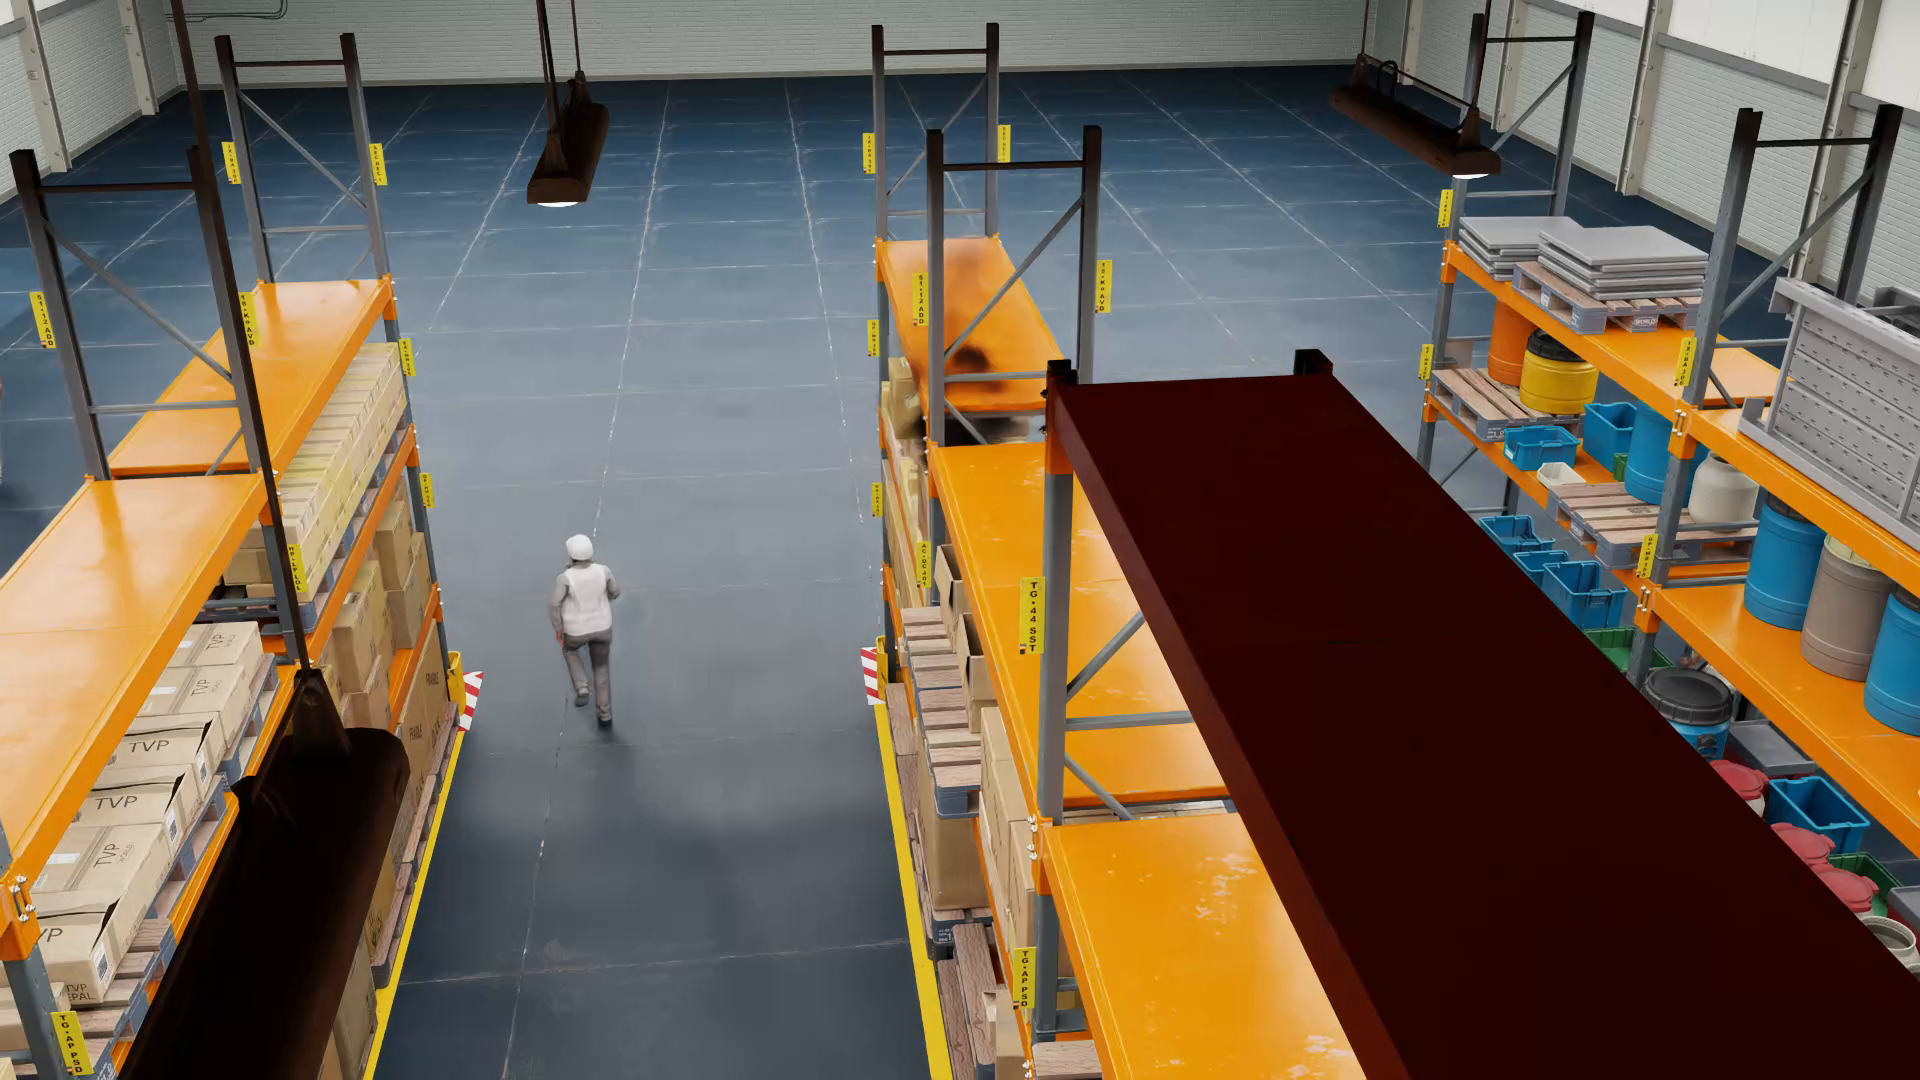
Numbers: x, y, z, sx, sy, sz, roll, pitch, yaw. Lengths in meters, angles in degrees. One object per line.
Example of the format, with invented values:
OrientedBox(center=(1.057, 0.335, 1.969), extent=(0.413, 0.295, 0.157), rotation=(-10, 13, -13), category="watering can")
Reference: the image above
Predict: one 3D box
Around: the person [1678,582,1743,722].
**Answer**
OrientedBox(center=(6.407, 1.148, 14.073), extent=(0.664, 1.742, 0.659), rotation=(-7, 26, -13), category="person")

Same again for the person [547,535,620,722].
OrientedBox(center=(-3.359, 0.752, 14.897), extent=(0.672, 1.724, 0.741), rotation=(-11, 27, -21), category="person")
